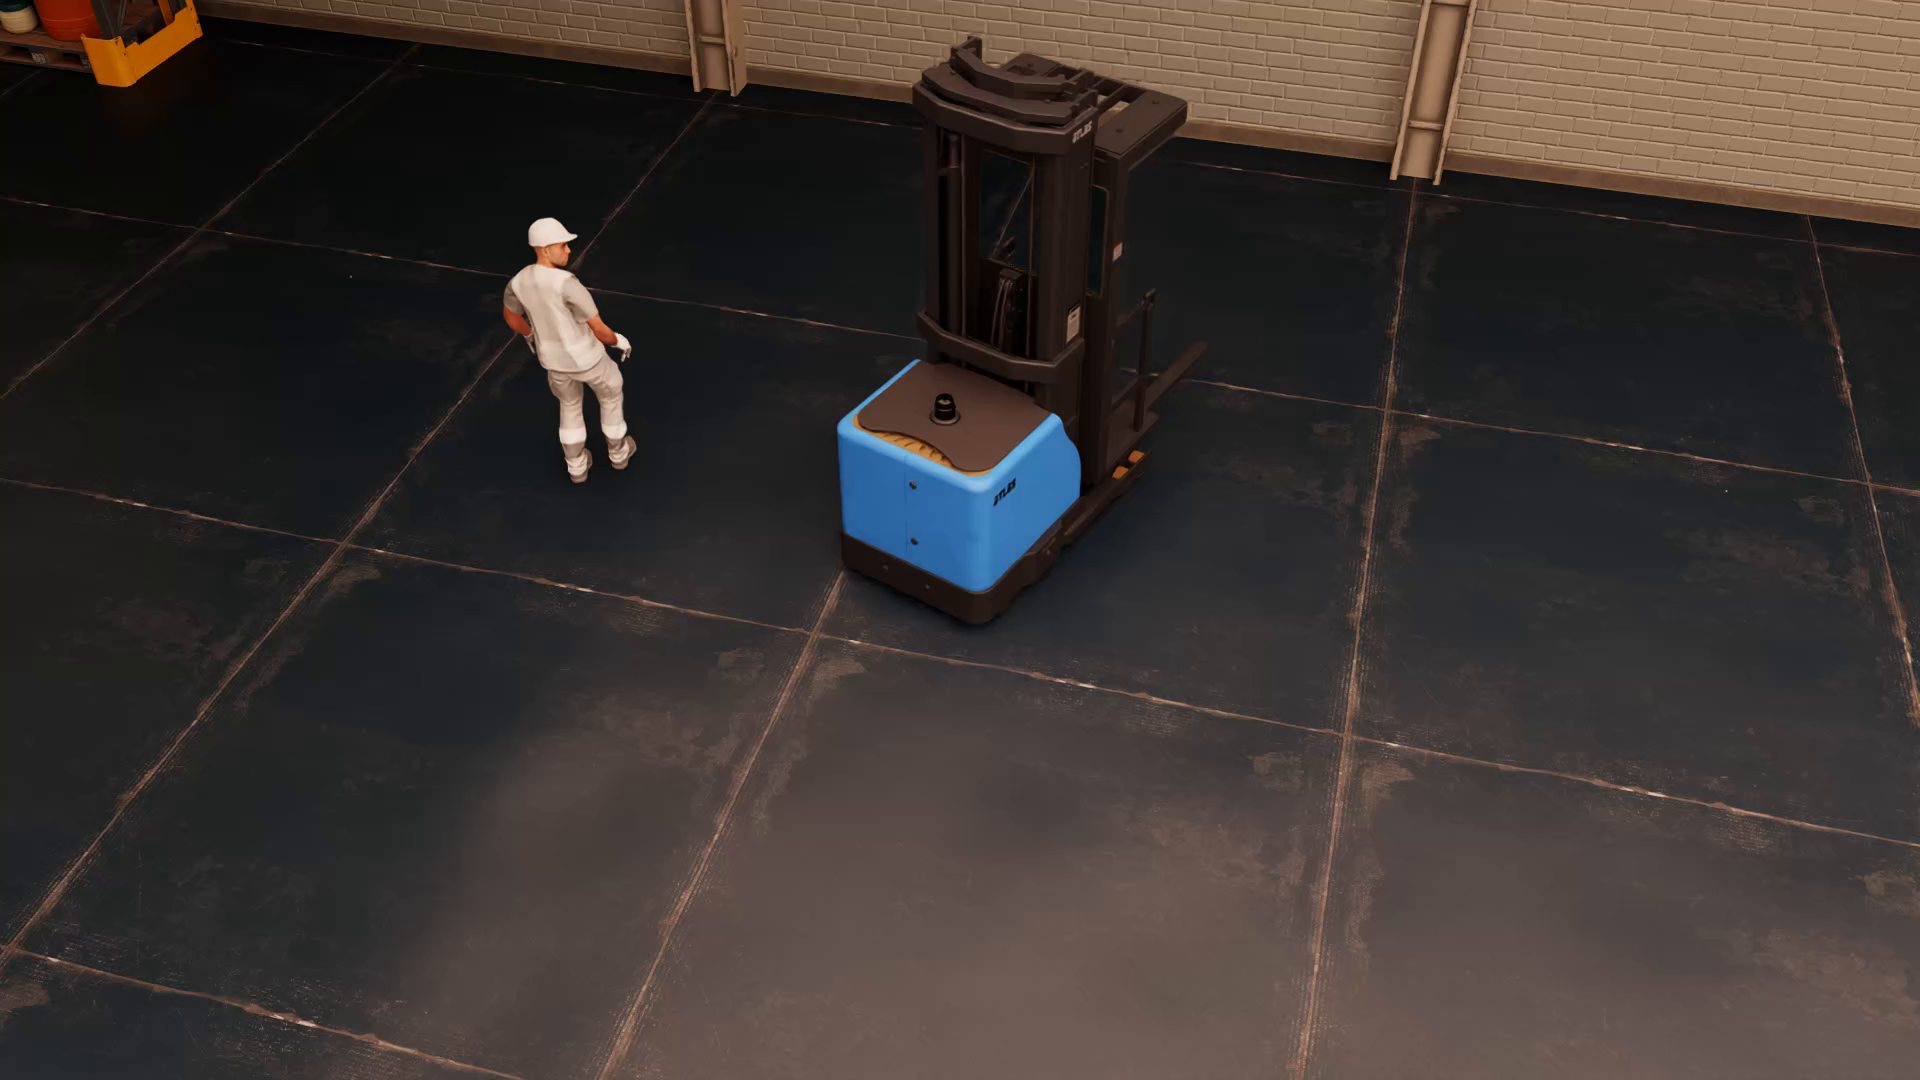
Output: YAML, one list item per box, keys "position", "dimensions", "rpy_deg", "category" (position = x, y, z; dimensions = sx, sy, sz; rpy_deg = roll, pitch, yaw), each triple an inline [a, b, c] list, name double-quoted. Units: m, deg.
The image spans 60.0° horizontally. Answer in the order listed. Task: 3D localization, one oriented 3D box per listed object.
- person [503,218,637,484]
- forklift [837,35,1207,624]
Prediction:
- position: [-2.339, -1.158, 10.074]
  dimensions: [0.749, 1.756, 0.505]
  rpy_deg: [10, 42, 11]
  category: "person"
- position: [0.547, -1.560, 9.642]
  dimensions: [1.130, 2.935, 3.031]
  rpy_deg: [24, 47, 25]
  category: "forklift"
